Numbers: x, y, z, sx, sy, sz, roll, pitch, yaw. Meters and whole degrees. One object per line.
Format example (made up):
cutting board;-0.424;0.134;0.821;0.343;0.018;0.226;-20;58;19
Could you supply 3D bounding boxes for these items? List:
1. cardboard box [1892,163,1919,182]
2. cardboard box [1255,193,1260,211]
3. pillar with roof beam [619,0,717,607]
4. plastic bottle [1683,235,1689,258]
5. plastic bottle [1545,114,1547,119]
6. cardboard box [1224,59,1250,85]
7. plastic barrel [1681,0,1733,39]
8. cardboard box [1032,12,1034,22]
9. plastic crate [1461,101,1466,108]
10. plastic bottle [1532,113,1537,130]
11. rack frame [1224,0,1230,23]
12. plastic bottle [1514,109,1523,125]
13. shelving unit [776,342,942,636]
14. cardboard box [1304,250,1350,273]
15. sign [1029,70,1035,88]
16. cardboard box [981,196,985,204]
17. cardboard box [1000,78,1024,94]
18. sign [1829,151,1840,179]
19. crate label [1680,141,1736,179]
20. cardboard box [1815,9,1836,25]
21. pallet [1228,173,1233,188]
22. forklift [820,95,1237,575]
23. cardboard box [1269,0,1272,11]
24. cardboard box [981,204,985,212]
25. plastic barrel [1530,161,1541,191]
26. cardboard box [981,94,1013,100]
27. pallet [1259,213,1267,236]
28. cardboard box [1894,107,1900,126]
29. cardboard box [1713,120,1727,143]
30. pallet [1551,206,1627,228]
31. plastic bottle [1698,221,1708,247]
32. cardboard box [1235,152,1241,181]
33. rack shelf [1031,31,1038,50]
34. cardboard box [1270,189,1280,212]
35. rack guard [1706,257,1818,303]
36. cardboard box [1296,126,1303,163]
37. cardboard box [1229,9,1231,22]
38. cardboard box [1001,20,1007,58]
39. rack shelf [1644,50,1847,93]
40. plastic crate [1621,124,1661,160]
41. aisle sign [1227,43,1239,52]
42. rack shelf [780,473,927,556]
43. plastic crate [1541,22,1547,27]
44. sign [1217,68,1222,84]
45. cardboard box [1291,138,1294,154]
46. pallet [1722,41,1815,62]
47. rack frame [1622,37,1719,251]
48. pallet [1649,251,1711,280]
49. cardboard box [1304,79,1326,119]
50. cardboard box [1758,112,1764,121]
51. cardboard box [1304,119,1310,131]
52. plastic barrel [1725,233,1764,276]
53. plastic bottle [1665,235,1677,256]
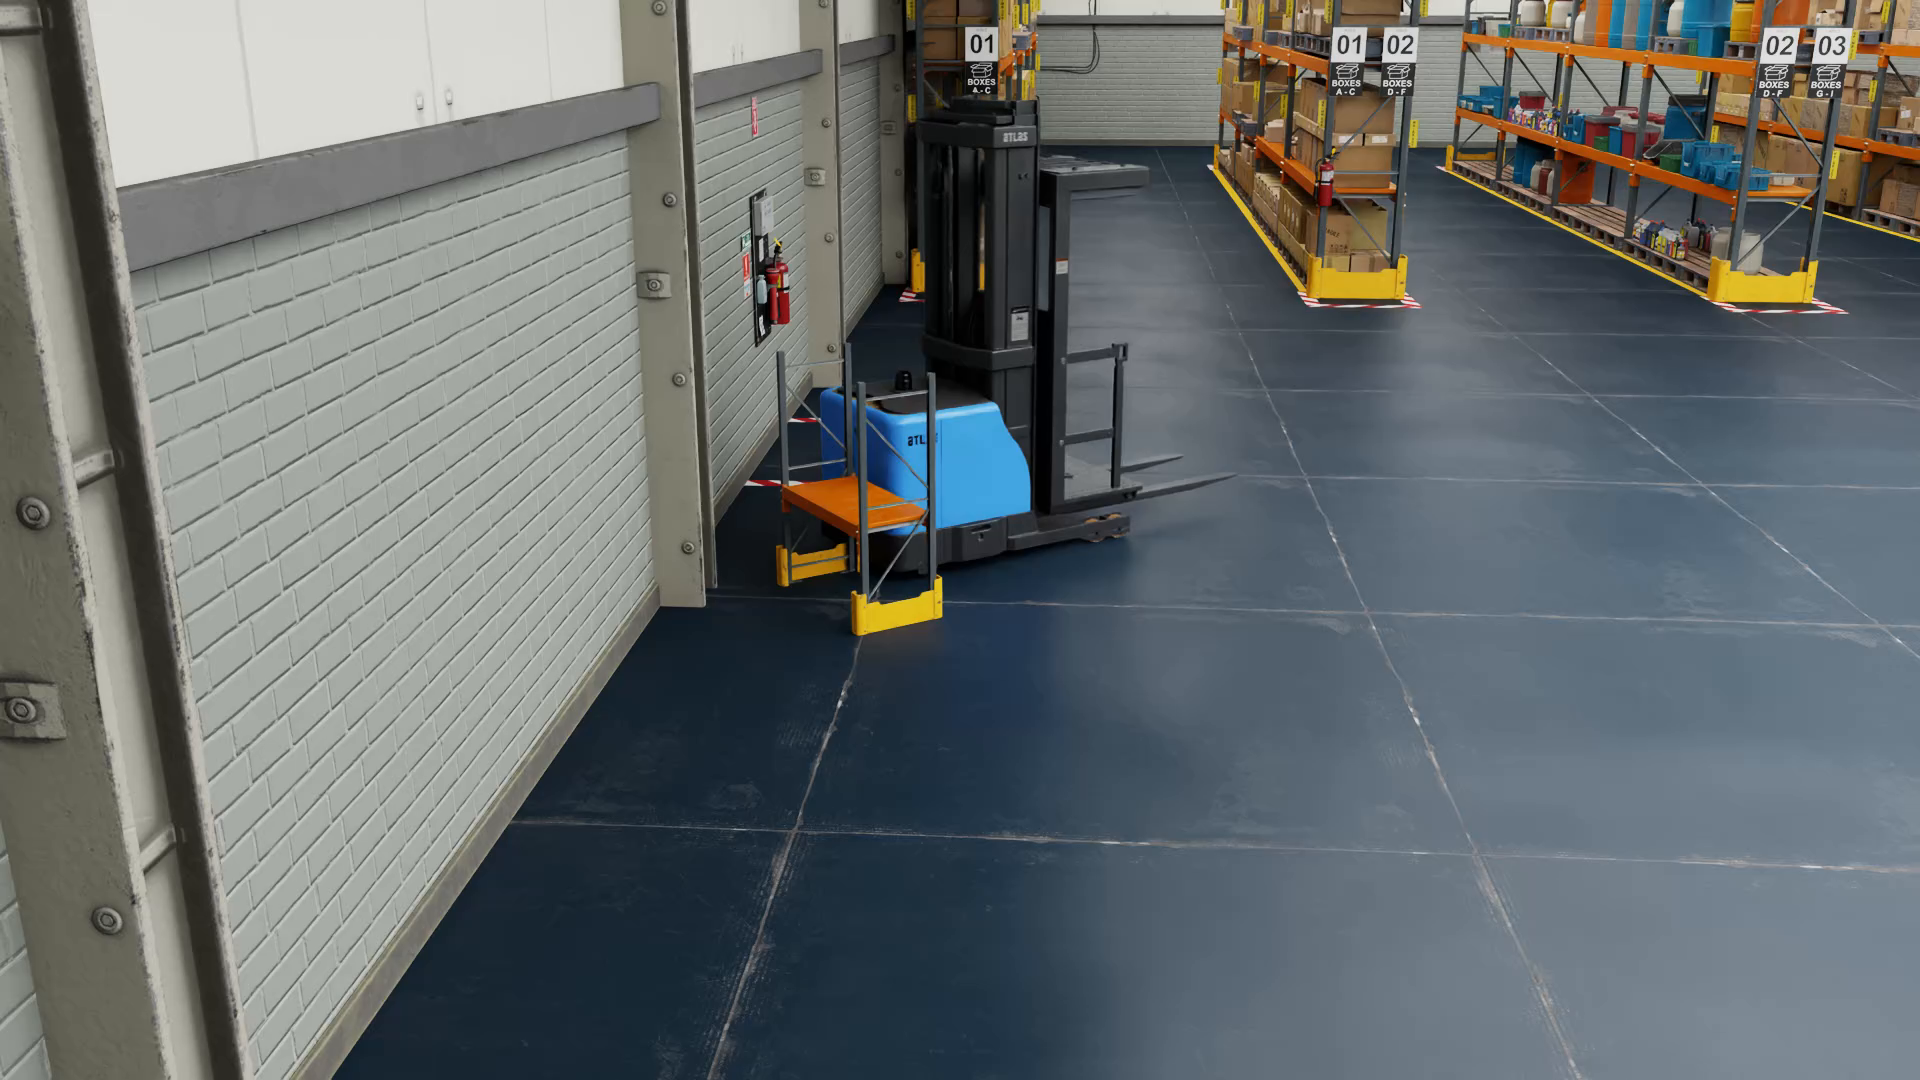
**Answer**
cardboard box;15.344;-5.892;26.690;0.500;0.250;0.500;2;18;6
cardboard box;5.116;-5.526;27.211;0.500;0.250;0.500;1;18;2
pillar with roof beam;2.588;-3.835;8.674;9.100;9.000;0.400;1;18;4
plastic bottle;9.695;-3.923;22.233;0.061;0.283;0.133;1;18;4
plastic bottle;10.265;-7.322;29.140;0.061;0.283;0.133;1;18;4
cardboard box;5.731;-9.658;34.314;0.500;0.500;0.500;1;18;4
plastic barrel;9.958;-7.148;22.123;0.600;0.901;0.708;1;18;4
cardboard box;1.191;-10.265;32.521;0.500;0.250;0.500;1;18;3
plastic crate;10.544;-9.054;34.565;0.250;0.136;0.298;1;18;4
plastic bottle;10.131;-7.367;29.276;0.061;0.283;0.133;1;18;4
rack frame;6.056;-12.281;34.450;1.000;3.000;0.127;1;18;4
plastic bottle;10.270;-7.768;30.512;0.152;0.276;0.135;1;18;4
shelving unit;-0.635;-0.343;10.060;0.587;1.500;1.083;-11;21;-30
cardboard box;4.652;-3.527;21.110;0.500;0.250;0.500;1;18;4
sign;1.370;-8.800;31.731;0.100;0.325;0.005;1;18;4
cardboard box;0.290;-5.062;25.364;0.700;0.500;0.500;2;18;6
cardboard box;0.833;-7.754;28.394;0.500;0.250;0.500;2;18;5
sign;10.397;-4.467;19.793;0.100;0.325;0.005;1;18;4
crate label;9.711;-4.943;21.635;0.502;0.435;0.616;1;18;4
cardboard box;15.481;-9.209;29.362;0.500;0.311;0.500;1;18;2
pallet;5.819;-7.076;32.678;1.003;0.211;1.213;1;18;4
forklift;0.576;-1.498;11.289;3.031;2.935;1.130;-11;21;-31
cardboard box;5.593;-9.345;28.543;0.500;0.500;0.500;1;18;4
cardboard box;0.220;-4.510;23.678;0.500;0.500;0.500;0;18;0
plastic barrel;10.473;-6.531;29.859;0.421;0.512;0.421;0;18;0
cardboard box;0.504;-6.991;27.074;0.700;0.500;0.500;0;18;-1
pallet;5.294;-4.987;26.305;1.003;0.211;1.213;1;18;4
cardboard box;15.669;-6.915;27.550;0.500;0.500;0.500;2;18;6
cardboard box;15.970;-8.197;34.359;0.875;0.875;0.875;1;18;4
pallet;10.328;-5.269;27.163;1.003;0.211;1.213;1;18;4
plastic bottle;10.363;-4.275;23.201;0.144;0.351;0.185;0;18;1
cardboard box;5.491;-7.064;31.472;0.500;0.500;0.500;0;18;1
rack shelf;0.971;-10.002;33.467;1.077;0.370;4.000;1;18;4
cardboard box;4.969;-5.156;25.183;0.500;0.311;0.500;2;18;5
rack guard;9.807;-3.186;20.342;1.175;0.500;0.348;1;18;4
cardboard box;5.170;-5.612;23.574;0.700;0.500;0.500;1;18;2
cardboard box;5.687;-10.557;33.446;0.500;0.250;0.500;1;18;4
cardboard box;0.315;-6.317;20.873;0.500;0.500;0.500;2;18;8
rack shelf;9.992;-6.054;21.418;1.077;0.370;4.000;1;18;4
plastic crate;9.865;-5.779;24.139;0.402;0.464;0.583;1;18;4
aisle sign;5.768;-10.693;35.064;0.394;0.787;0.004;1;18;4
rack shelf;-0.630;-0.169;10.109;0.538;0.185;1.000;-11;21;-30
plastic crate;11.072;-9.819;31.964;0.497;0.269;0.590;1;18;4
sign;5.514;-9.853;35.286;0.100;0.325;0.005;1;18;4
cardboard box;5.075;-5.916;24.877;0.396;0.266;0.258;1;18;3
pallet;10.006;-5.939;20.218;1.003;0.211;1.213;1;18;4
rack frame;10.136;-5.591;23.669;1.000;3.000;0.127;1;18;4
pallet;9.961;-3.678;22.310;1.003;0.211;1.213;1;18;4
cardboard box;5.135;-6.072;22.892;0.700;0.500;0.500;1;18;4
cardboard box;15.363;-8.028;31.509;0.380;0.149;0.250;2;18;5
cardboard box;4.911;-5.662;22.684;0.380;0.149;0.250;1;18;2
plastic barrel;9.820;-3.572;20.829;0.421;0.512;0.421;0;18;0
plastic bottle;9.599;-3.965;22.373;0.152;0.276;0.135;1;18;2
